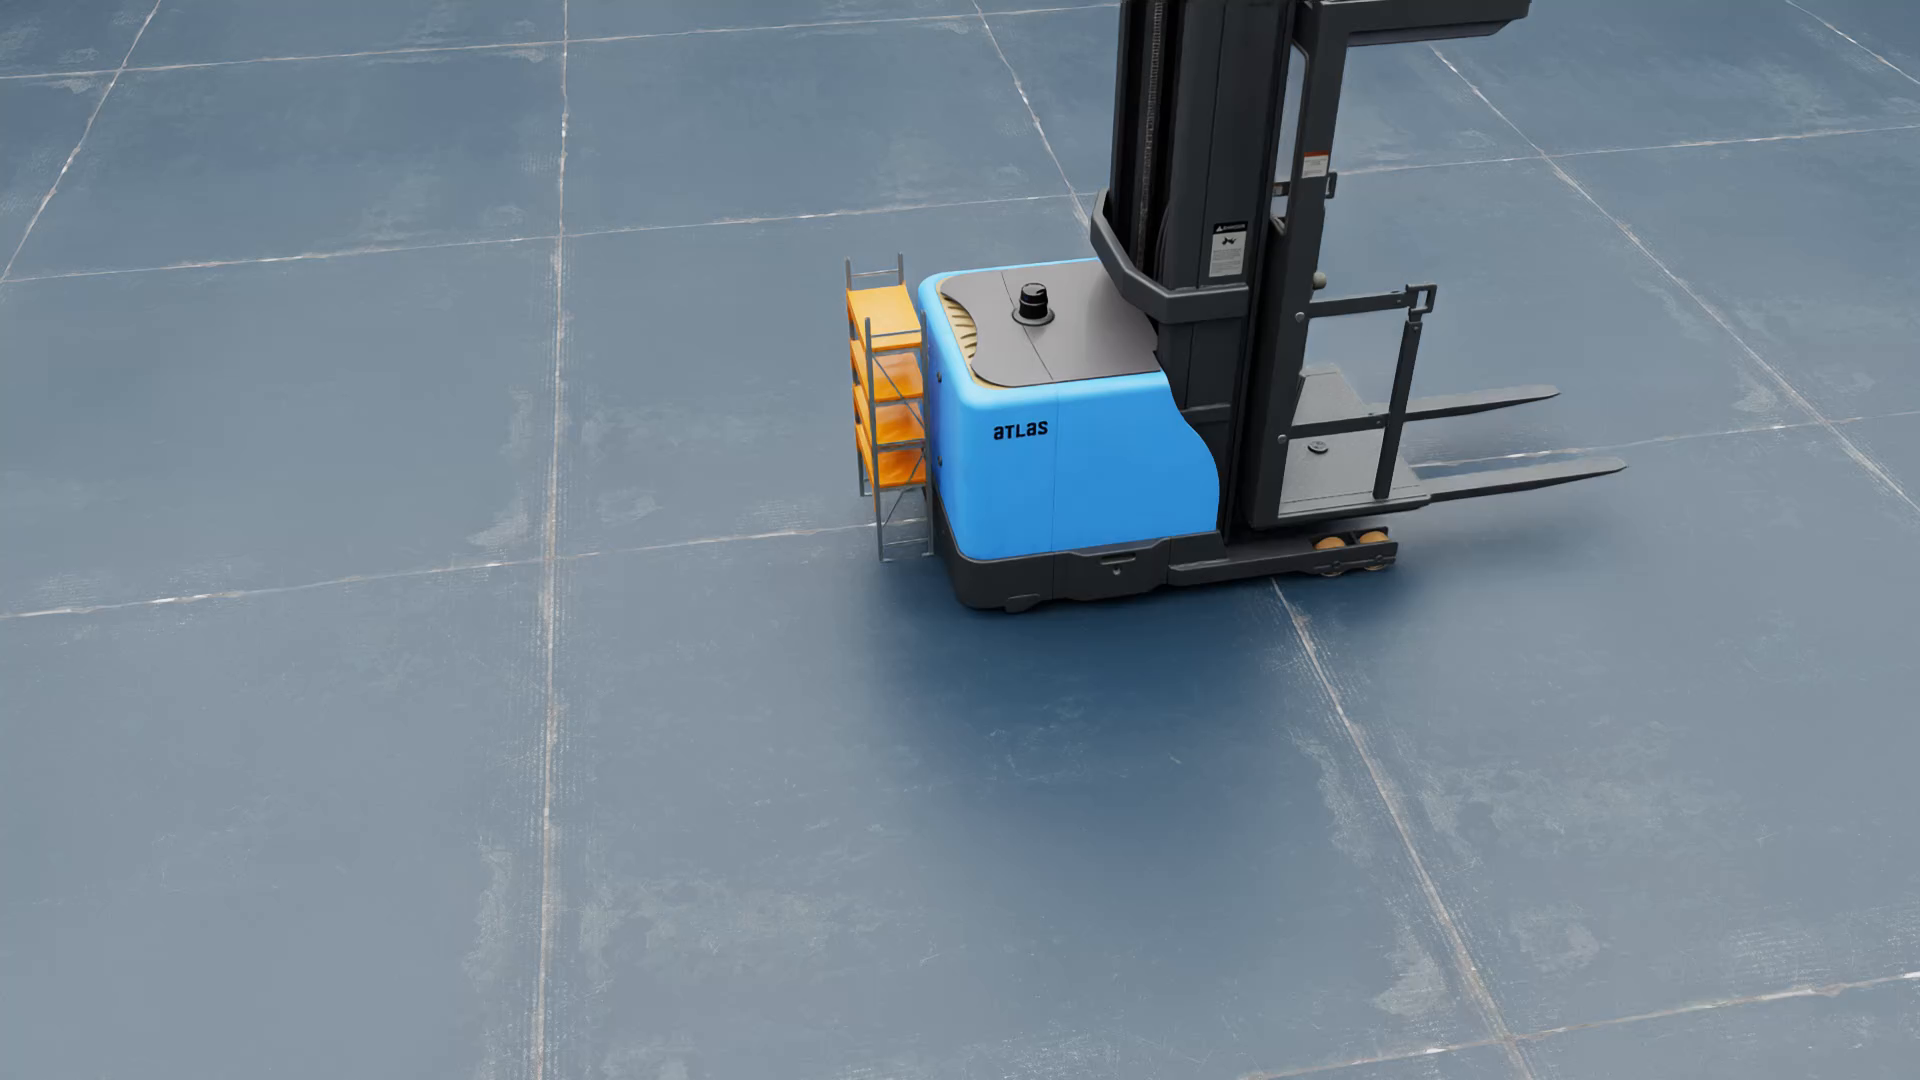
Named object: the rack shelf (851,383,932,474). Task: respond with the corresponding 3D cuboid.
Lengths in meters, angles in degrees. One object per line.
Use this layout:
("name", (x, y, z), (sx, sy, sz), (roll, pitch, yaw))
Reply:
("rack shelf", (-0.290, -0.488, 7.006), (0.258, 0.148, 0.480), (-8, 39, -9))

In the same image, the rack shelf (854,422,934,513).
("rack shelf", (-0.287, -0.332, 7.129), (0.258, 0.148, 0.480), (-8, 39, -9))

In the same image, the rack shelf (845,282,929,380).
("rack shelf", (-0.297, -0.851, 6.723), (0.258, 0.148, 0.480), (-8, 39, -9))

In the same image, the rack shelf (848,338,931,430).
("rack shelf", (-0.293, -0.664, 6.869), (0.258, 0.148, 0.480), (-8, 39, -9))

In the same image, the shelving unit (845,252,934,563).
("shelving unit", (-0.291, -0.541, 6.965), (0.258, 1.200, 0.503), (-8, 39, -9))

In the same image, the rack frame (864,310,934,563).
("rack frame", (-0.240, -0.395, 6.777), (0.240, 1.200, 0.015), (-8, 39, -9))

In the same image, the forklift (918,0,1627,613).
("forklift", (1.382, -1.314, 6.552), (3.031, 2.935, 1.130), (-7, 38, -9))

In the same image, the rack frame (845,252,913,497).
("rack frame", (-0.342, -0.687, 7.153), (0.240, 1.200, 0.015), (-8, 39, -9))
